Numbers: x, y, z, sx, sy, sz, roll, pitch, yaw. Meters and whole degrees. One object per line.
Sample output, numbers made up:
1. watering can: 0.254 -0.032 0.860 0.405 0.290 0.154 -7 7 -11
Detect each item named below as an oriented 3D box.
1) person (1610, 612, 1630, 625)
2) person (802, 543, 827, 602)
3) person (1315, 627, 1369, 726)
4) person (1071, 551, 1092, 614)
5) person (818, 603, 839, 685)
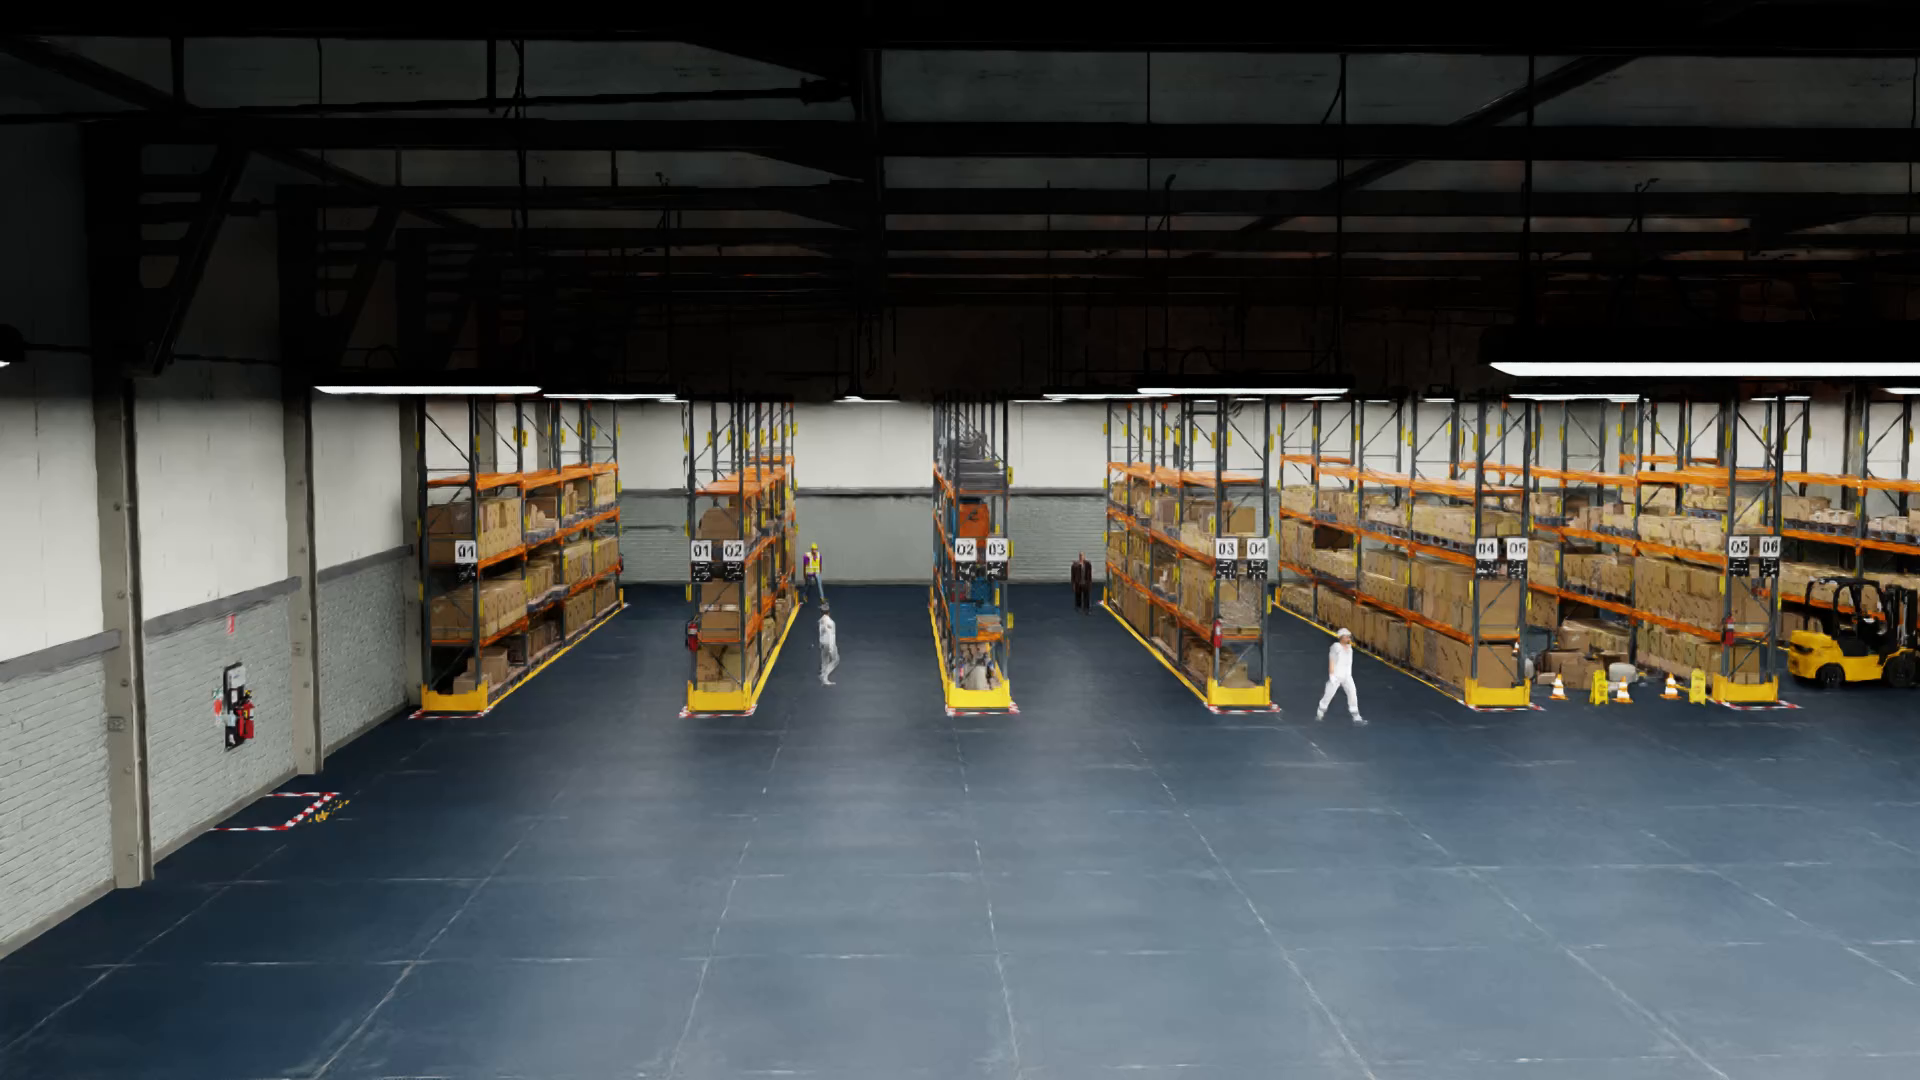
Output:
1. person: 17.195 1.390 43.223 0.536 1.590 0.535 2 5 24
2. person: -4.251 0.940 48.230 0.621 1.725 0.953 -2 5 -26
3. person: 6.790 2.429 29.658 0.586 1.761 0.947 -2 5 -27
4. person: 3.332 1.140 45.580 0.598 1.698 1.193 0 5 0
5. person: -2.723 2.129 33.820 0.414 1.675 0.516 -3 5 -30
